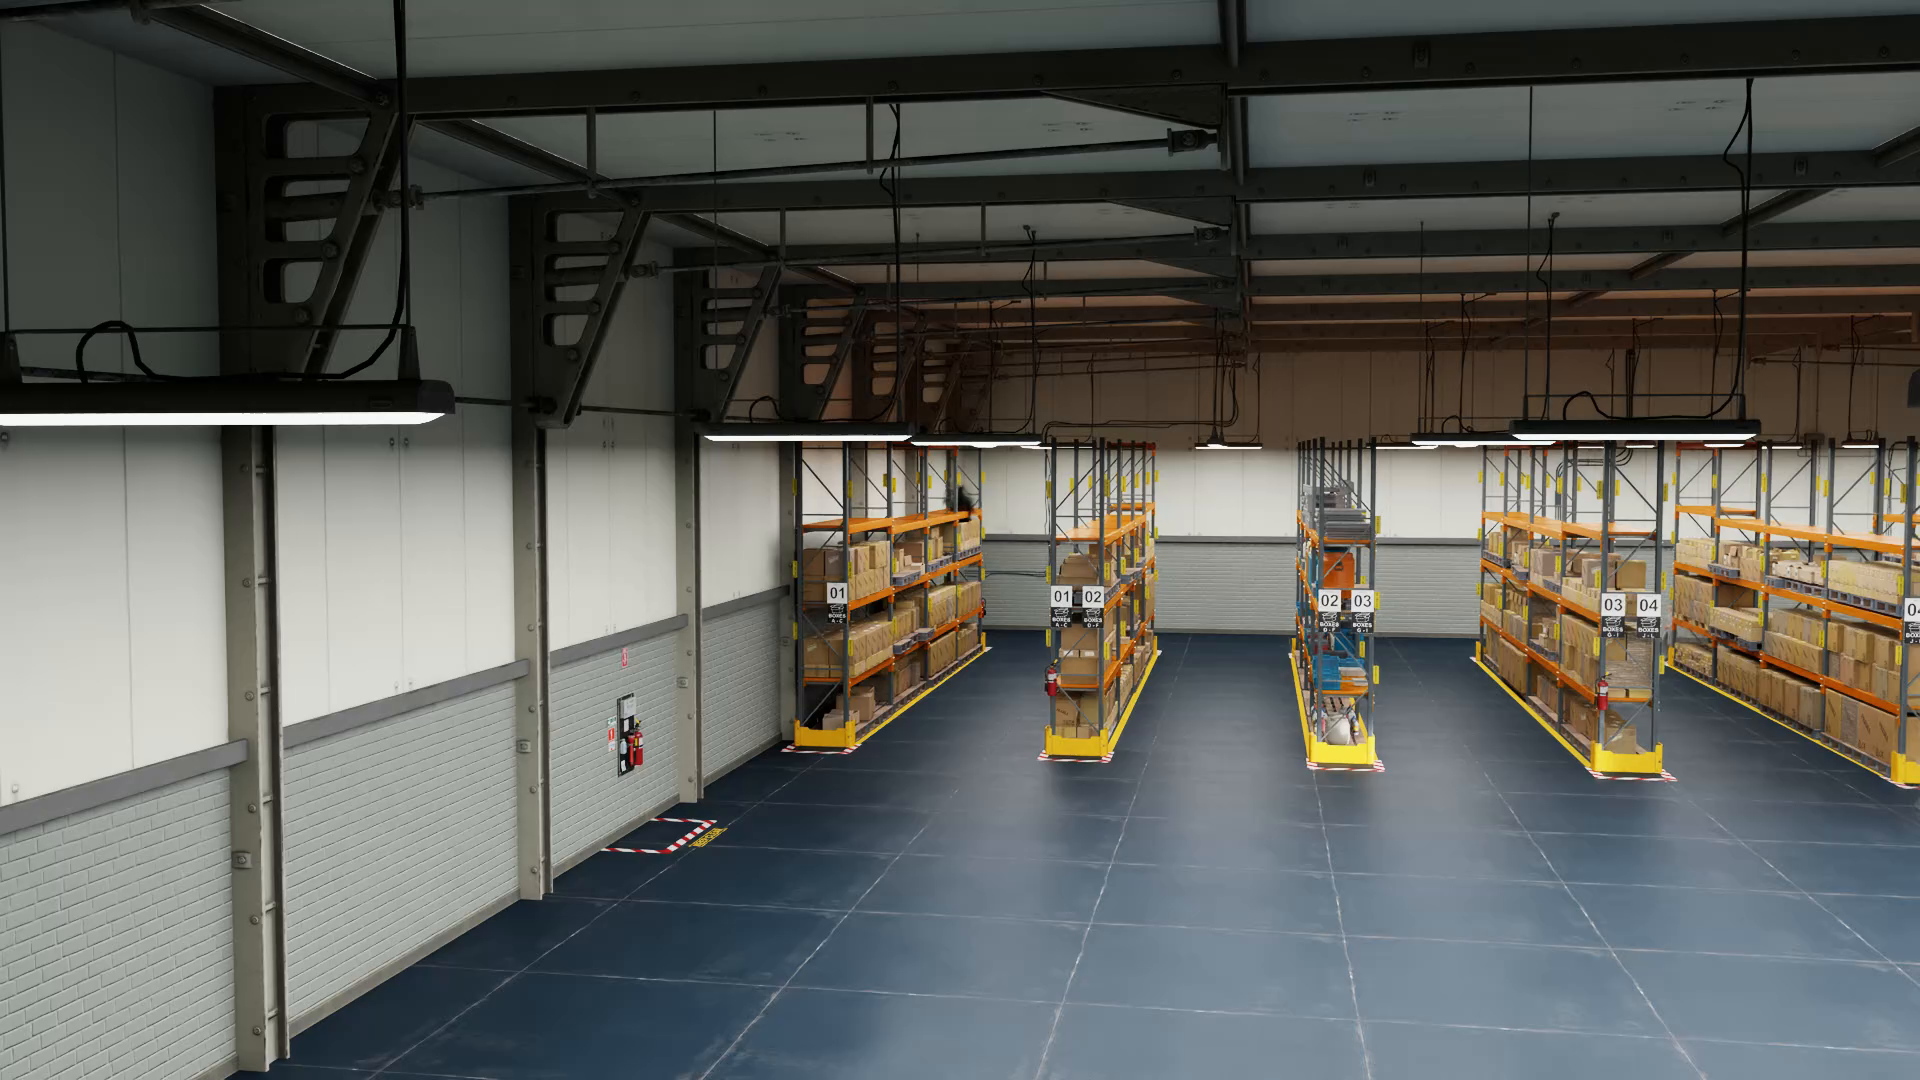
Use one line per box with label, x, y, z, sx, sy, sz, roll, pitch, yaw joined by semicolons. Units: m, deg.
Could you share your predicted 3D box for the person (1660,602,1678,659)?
person;19.658;2.520;45.774;0.768;1.635;0.659;0;3;9
